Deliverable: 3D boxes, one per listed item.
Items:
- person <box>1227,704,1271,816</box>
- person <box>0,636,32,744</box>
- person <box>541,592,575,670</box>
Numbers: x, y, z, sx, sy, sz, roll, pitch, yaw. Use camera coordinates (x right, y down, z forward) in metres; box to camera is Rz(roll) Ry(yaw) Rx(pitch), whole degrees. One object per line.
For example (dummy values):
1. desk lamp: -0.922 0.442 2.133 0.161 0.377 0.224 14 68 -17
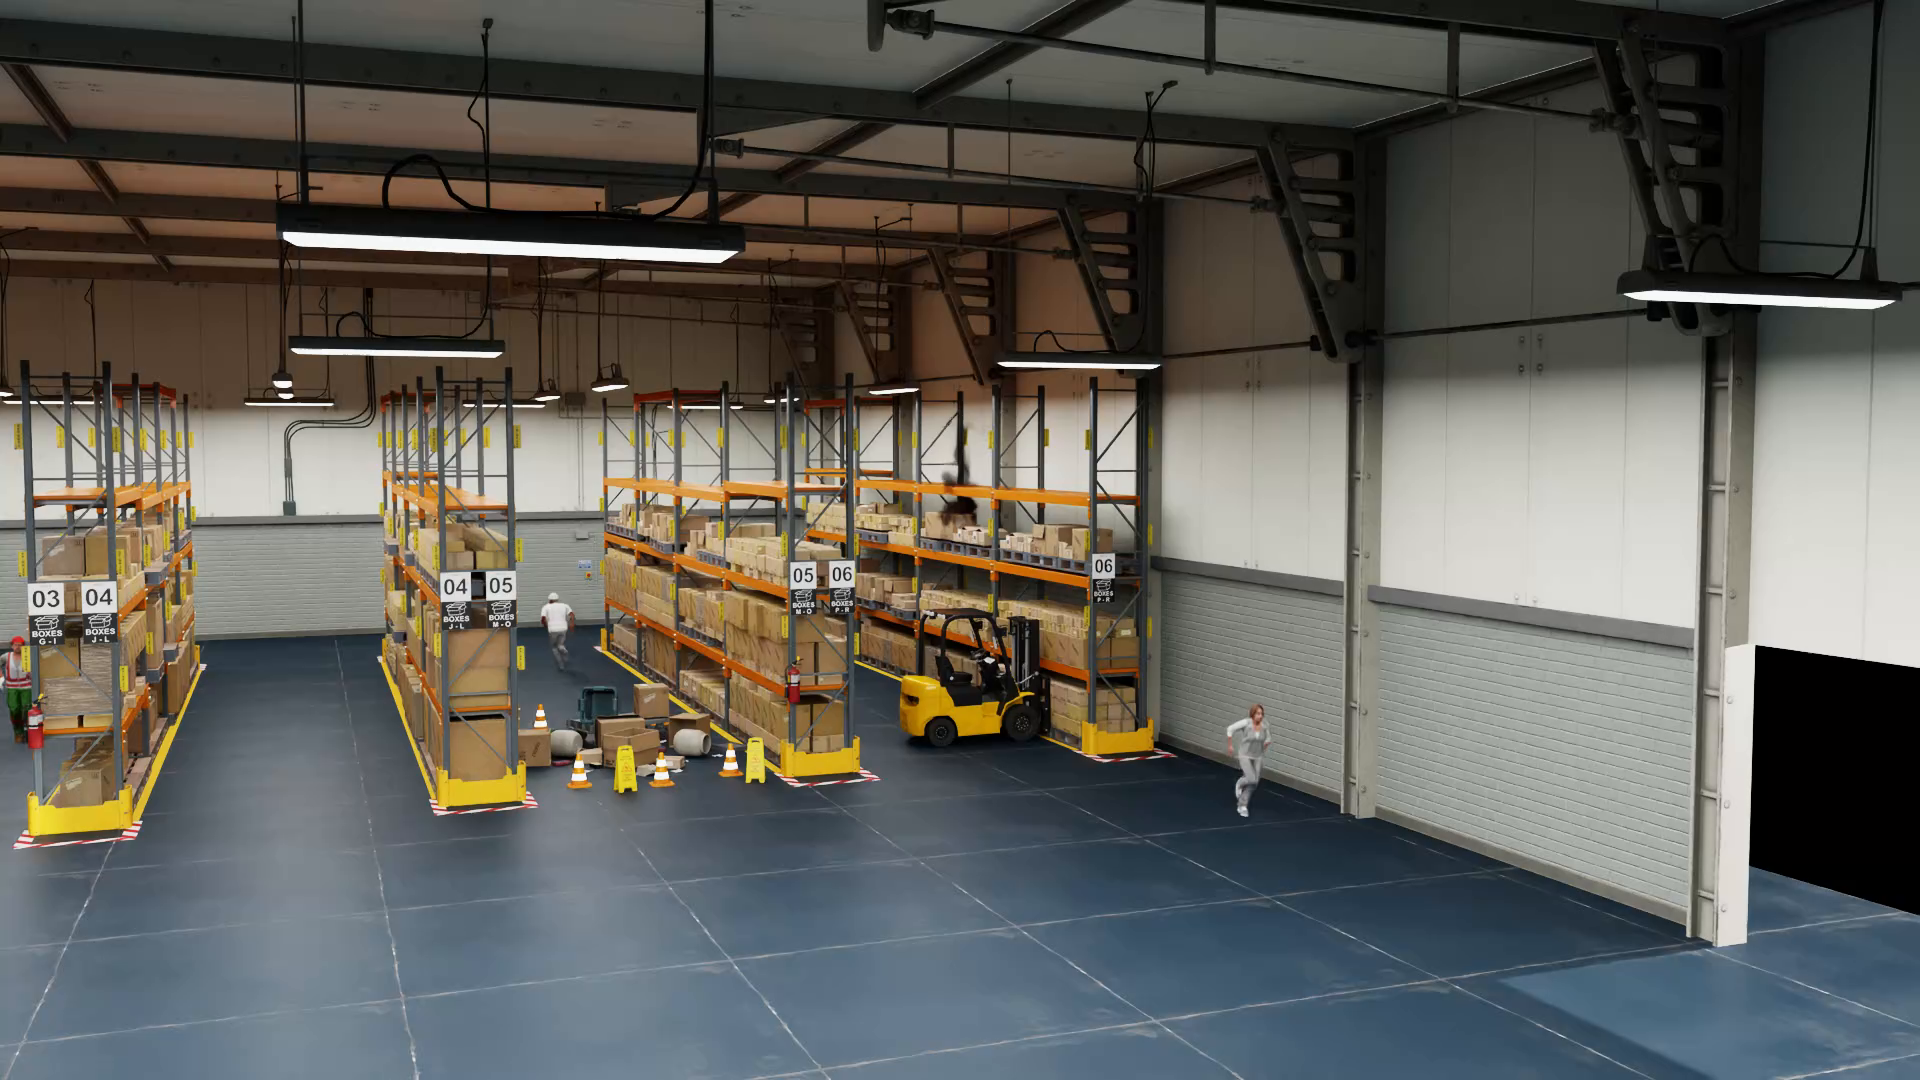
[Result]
1. person: 3.868 2.923 22.074 0.526 1.528 0.652 -1 4 -18
2. person: -15.538 2.477 27.421 0.656 1.797 0.771 -2 4 -28
3. person: -8.746 2.004 36.169 0.695 1.690 0.806 -3 4 -37
